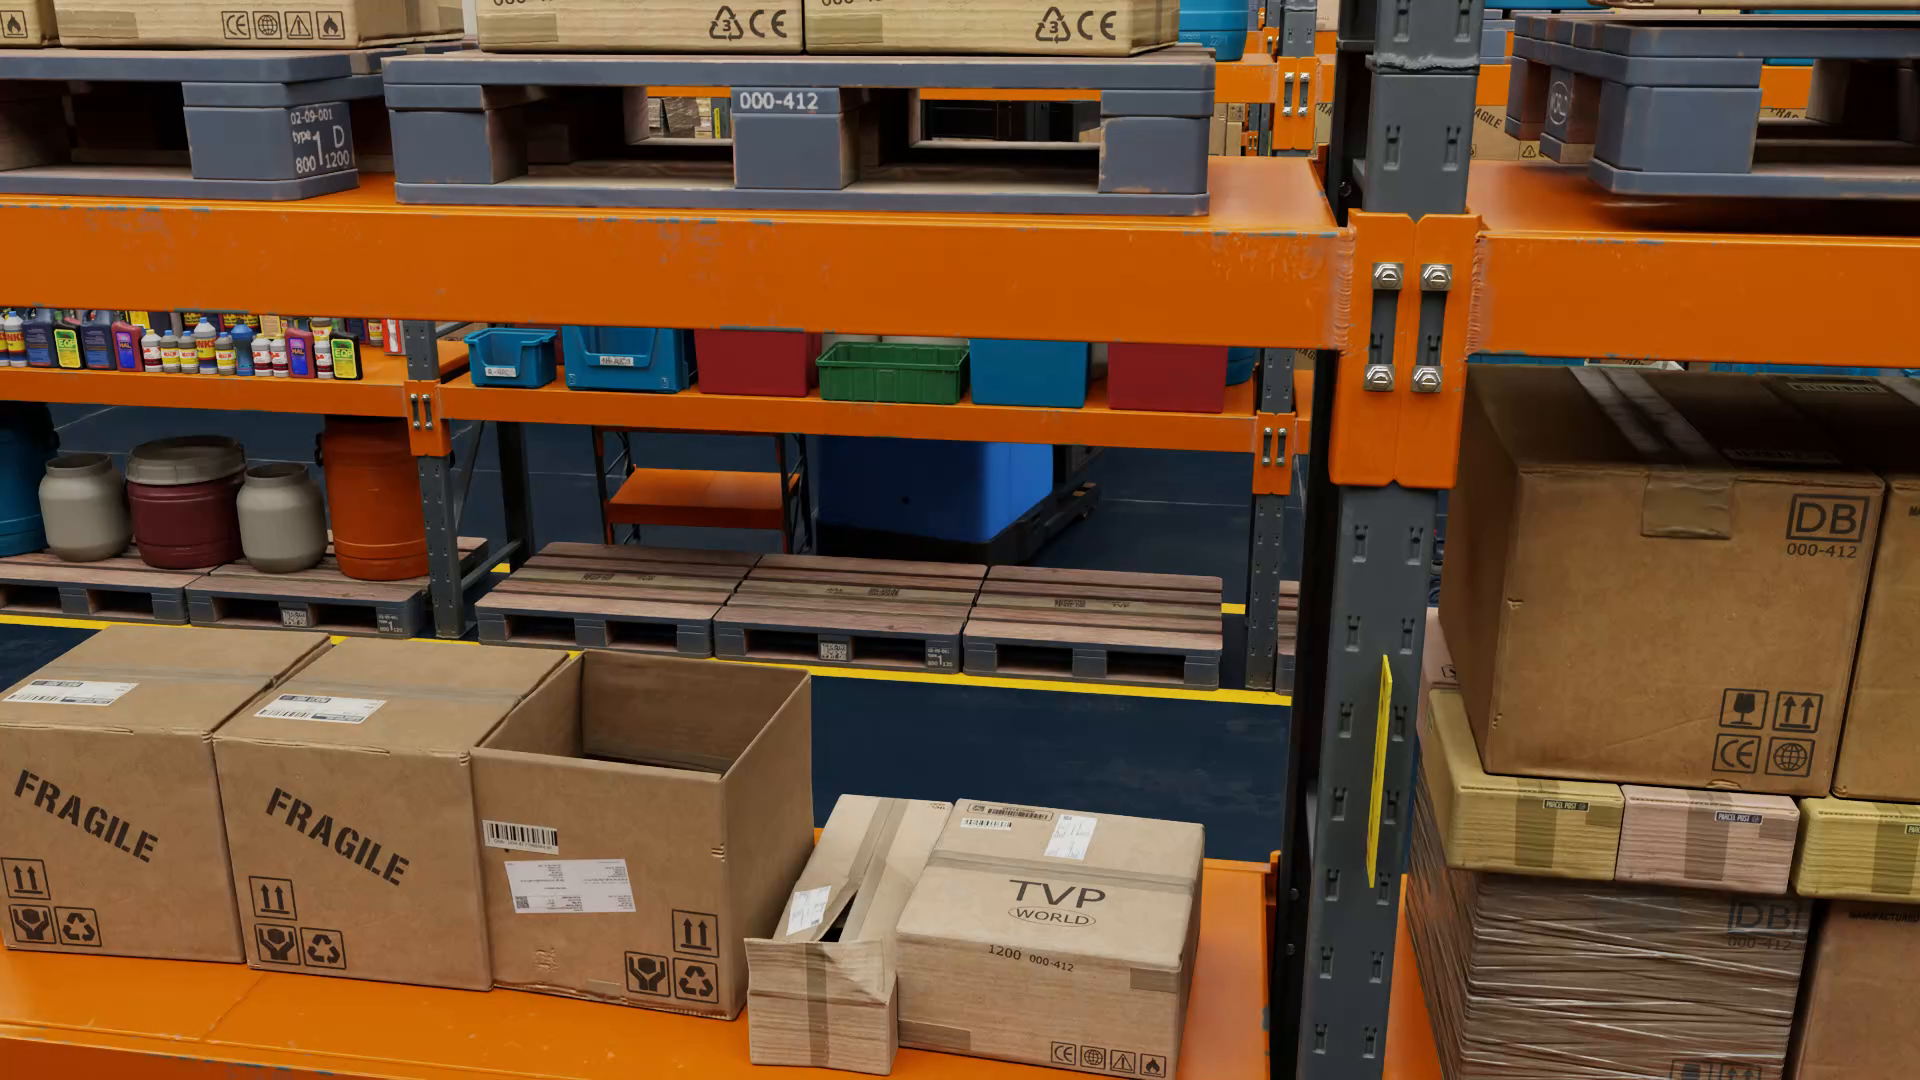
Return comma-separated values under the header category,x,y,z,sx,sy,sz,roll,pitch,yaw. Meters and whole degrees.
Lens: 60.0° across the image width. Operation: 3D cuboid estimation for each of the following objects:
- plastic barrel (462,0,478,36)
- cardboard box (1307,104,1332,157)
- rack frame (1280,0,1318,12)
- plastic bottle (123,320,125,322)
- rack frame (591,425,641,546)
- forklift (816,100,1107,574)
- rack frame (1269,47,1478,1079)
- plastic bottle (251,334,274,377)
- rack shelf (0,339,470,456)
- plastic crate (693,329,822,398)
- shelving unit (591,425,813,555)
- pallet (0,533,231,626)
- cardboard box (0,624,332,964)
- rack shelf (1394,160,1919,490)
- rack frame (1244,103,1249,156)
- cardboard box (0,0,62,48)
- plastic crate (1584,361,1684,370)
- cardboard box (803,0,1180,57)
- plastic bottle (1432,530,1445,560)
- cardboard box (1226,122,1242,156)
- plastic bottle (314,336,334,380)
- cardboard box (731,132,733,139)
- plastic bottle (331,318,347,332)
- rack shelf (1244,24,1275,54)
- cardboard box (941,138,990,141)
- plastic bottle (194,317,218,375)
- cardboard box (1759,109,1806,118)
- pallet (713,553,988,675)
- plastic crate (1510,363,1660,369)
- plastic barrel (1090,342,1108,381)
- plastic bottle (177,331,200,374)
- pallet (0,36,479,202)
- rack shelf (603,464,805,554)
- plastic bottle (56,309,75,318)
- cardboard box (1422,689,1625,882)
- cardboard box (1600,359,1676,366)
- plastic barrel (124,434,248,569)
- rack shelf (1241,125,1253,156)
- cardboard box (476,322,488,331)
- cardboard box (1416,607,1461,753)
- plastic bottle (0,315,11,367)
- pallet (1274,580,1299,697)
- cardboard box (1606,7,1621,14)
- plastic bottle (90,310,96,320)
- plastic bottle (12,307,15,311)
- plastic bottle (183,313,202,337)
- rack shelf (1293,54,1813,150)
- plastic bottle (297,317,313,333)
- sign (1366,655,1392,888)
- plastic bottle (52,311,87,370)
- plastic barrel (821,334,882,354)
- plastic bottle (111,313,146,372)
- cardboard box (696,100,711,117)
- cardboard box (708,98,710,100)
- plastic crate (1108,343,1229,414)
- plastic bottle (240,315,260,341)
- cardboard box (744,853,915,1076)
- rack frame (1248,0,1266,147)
category,x,y,z,sx,sy,sz,roll,pitch,yaw
plastic barrel,-2.226,-2.444,7.476,0.421,0.512,0.421,0,18,0
cardboard box,2.655,-2.991,11.812,0.500,0.500,0.500,3,19,9
rack frame,1.465,-3.724,6.750,0.127,3.000,1.000,3,19,9
plastic bottle,-4.239,-1.023,8.318,0.133,0.283,0.061,3,19,9
rack frame,-1.909,-0.420,9.197,0.032,1.125,0.500,2,25,7
forklift,0.242,-1.572,9.883,1.130,2.935,3.031,8,20,22
rack frame,0.676,0.673,3.064,0.127,3.000,1.000,3,19,9
plastic bottle,-3.386,-0.901,8.080,0.097,0.201,0.097,0,18,0
rack shelf,-4.459,-0.839,8.718,4.000,0.370,1.077,3,19,9
plastic crate,-0.937,-0.933,7.764,0.583,0.464,0.402,3,19,9
shelving unit,-1.405,-0.399,9.132,1.048,1.125,0.538,2,25,7
pallet,-4.470,0.154,9.011,1.213,0.211,1.003,3,19,9
cardboard box,-1.614,0.504,3.413,0.500,0.500,0.500,2,19,6
rack shelf,2.651,-0.308,2.402,4.000,0.370,1.077,3,19,9
rack frame,4.607,-7.090,26.266,0.127,3.000,1.000,3,19,9
cardboard box,-1.733,-1.021,2.973,0.500,0.250,0.500,3,19,8
plastic crate,3.109,-0.751,7.737,0.437,0.136,0.530,3,19,9
cardboard box,0.069,-0.912,2.647,0.500,0.250,0.500,5,19,14
plastic bottle,2.337,0.121,8.196,0.185,0.351,0.144,2,19,6
cardboard box,2.580,-3.969,16.781,0.500,0.500,0.500,3,19,8
plastic bottle,-3.062,-0.884,8.031,0.097,0.201,0.097,0,18,0
cardboard box,-2.382,-4.194,17.344,0.250,0.149,0.380,2,19,6
plastic bottle,-3.317,-1.167,8.761,0.135,0.276,0.152,3,19,9
rack shelf,0.276,-3.612,12.278,4.000,0.370,1.077,3,19,9
cardboard box,0.091,-4.096,17.160,0.500,0.500,0.500,3,19,8
plastic bottle,-3.674,-0.948,8.113,0.097,0.271,0.097,0,18,0
cardboard box,5.618,-2.842,11.367,0.500,0.500,0.500,3,19,9
pallet,-0.524,0.356,8.407,1.213,0.211,1.003,3,19,9
plastic crate,2.761,-0.621,7.267,0.662,0.188,0.450,3,19,9
plastic barrel,0.556,-1.060,8.030,0.433,0.535,0.433,0,18,0
plastic bottle,-3.770,-0.920,8.139,0.097,0.201,0.097,0,18,0
pallet,-1.484,-0.800,3.036,1.213,0.211,1.003,4,19,11
rack shelf,-1.401,-0.178,9.235,1.000,0.278,0.538,2,25,7
plastic bottle,-4.774,-1.199,8.863,0.097,0.271,0.097,0,18,0
cardboard box,0.911,0.392,2.724,0.250,0.149,0.380,3,19,9
cardboard box,4.991,-1.299,12.235,0.500,0.500,0.500,8,20,23
plastic barrel,-4.085,-0.212,8.847,0.708,0.588,0.600,3,19,9
rack shelf,1.848,-5.295,22.033,4.000,0.370,1.077,3,19,9
cardboard box,-3.255,-1.912,13.476,0.875,0.875,1.225,3,19,9
cardboard box,0.979,0.265,3.105,0.250,0.149,0.380,3,19,9
plastic bottle,-4.783,-1.005,8.282,0.097,0.271,0.097,0,18,0
pallet,2.122,0.491,8.004,1.213,0.211,1.003,3,19,9
cardboard box,4.189,-3.601,11.348,0.500,0.250,0.500,3,19,8
plastic bottle,-4.654,-1.209,9.002,0.097,0.201,0.097,0,18,0
plastic bottle,-5.134,-1.260,9.037,0.135,0.276,0.152,3,19,9
plastic bottle,-4.110,-1.215,8.908,0.097,0.271,0.097,0,18,0
rack shelf,3.440,-1.859,7.039,4.000,0.370,1.077,3,19,9
plastic bottle,-3.436,-1.161,8.747,0.097,0.271,0.097,0,18,0
sign,0.600,0.332,2.384,0.005,0.325,0.100,3,19,9
plastic bottle,-4.394,-0.985,8.203,0.133,0.283,0.061,3,19,9
plastic barrel,-0.596,-1.119,8.205,0.433,0.535,0.433,0,18,0
plastic bottle,-4.079,-0.969,8.155,0.133,0.283,0.061,3,19,9
cardboard box,-2.645,-4.489,17.290,0.250,0.149,0.380,4,19,11
cardboard box,-2.535,-4.692,17.896,0.250,0.149,0.380,3,19,10
plastic crate,0.939,-0.838,7.478,0.583,0.464,0.402,3,19,9
plastic bottle,-3.786,-1.198,8.859,0.097,0.271,0.097,0,18,0
cardboard box,-0.221,0.750,3.046,0.258,0.266,0.396,2,19,7
rack frame,3.823,-5.535,21.618,0.127,3.000,1.000,3,19,9
